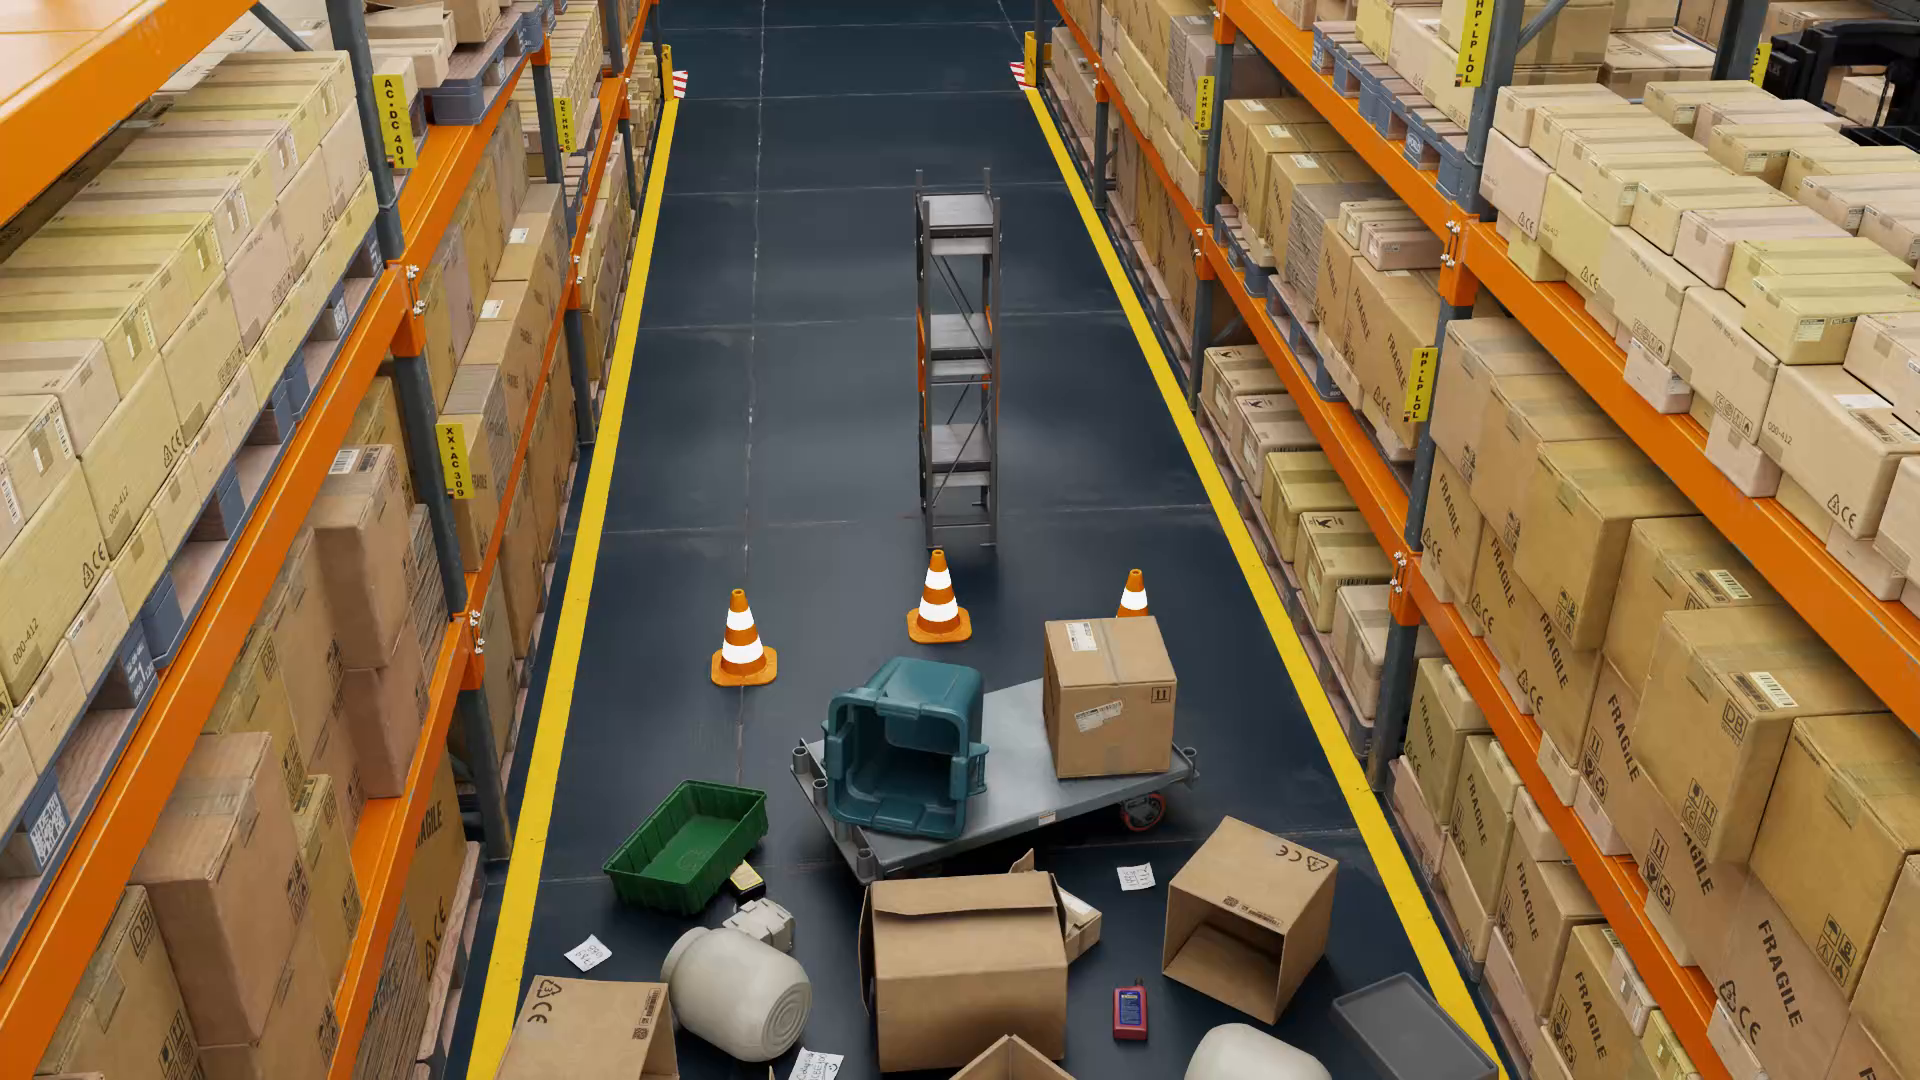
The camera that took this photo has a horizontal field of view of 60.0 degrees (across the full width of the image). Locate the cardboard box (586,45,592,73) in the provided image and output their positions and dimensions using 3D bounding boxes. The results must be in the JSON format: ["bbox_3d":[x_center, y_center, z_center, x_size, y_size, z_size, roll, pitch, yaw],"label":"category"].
[{"bbox_3d":[-2.936,-3.560,12.331,0.380,0.149,0.250,-4,31,-6],"label":"cardboard box"}]

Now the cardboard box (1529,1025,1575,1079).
[{"bbox_3d":[2.355,1.952,5.829,0.500,0.250,0.500,-4,31,-6],"label":"cardboard box"}]

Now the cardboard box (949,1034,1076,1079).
[{"bbox_3d":[0.109,2.180,5.610,0.637,0.503,0.797,27,40,37],"label":"cardboard box"}]

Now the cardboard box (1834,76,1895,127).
[{"bbox_3d":[6.567,-3.079,11.718,0.500,0.250,0.500,-4,31,-7],"label":"cardboard box"}]

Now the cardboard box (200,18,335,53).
[{"bbox_3d":[-2.833,-1.936,6.781,0.500,0.250,0.500,-3,31,-5],"label":"cardboard box"}]

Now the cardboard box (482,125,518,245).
[{"bbox_3d":[-2.792,-1.896,8.928,0.700,0.500,0.500,-3,31,-5],"label":"cardboard box"}]

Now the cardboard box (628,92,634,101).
[{"bbox_3d":[-3.209,-4.023,15.351,0.380,0.149,0.250,-4,31,-7],"label":"cardboard box"}]

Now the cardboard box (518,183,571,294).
[{"bbox_3d":[-2.563,-1.738,9.637,0.500,0.500,0.500,-3,31,-5],"label":"cardboard box"}]

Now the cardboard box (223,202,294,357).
[{"bbox_3d":[-2.106,-0.691,4.407,0.500,0.250,0.500,-3,31,-5],"label":"cardboard box"}]

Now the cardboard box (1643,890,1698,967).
[{"bbox_3d":[2.357,1.161,5.126,0.380,0.149,0.250,-3,31,-5],"label":"cardboard box"}]

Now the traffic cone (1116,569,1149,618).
[{"bbox_3d":[0.910,0.365,8.689,0.336,0.463,0.334,-3,31,-5],"label":"traffic cone"}]

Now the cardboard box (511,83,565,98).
[{"bbox_3d":[-2.793,-2.883,10.907,0.380,0.149,0.250,-4,31,-7],"label":"cardboard box"}]

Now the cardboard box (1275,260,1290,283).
[{"bbox_3d":[1.970,-1.550,9.255,0.380,0.149,0.250,-1,31,-2],"label":"cardboard box"}]

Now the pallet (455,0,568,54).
[{"bbox_3d":[-2.760,-2.792,8.759,1.213,0.211,1.003,-1,31,-2],"label":"pallet"}]

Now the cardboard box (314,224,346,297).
[{"bbox_3d":[-2.097,-0.842,5.047,0.380,0.149,0.250,-2,31,-4],"label":"cardboard box"}]

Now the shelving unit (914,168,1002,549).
[{"bbox_3d":[-0.015,-0.986,9.354,0.431,2.100,0.503,-3,31,-5],"label":"shelving unit"}]

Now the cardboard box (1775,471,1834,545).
[{"bbox_3d":[2.390,-0.120,4.346,0.380,0.149,0.250,-4,31,-6],"label":"cardboard box"}]

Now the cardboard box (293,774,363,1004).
[{"bbox_3d":[-2.296,1.080,4.870,0.875,0.550,0.500,-3,31,-5],"label":"cardboard box"}]

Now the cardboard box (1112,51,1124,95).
[{"bbox_3d":[1.501,-3.677,13.128,0.500,0.250,0.500,-3,31,-6],"label":"cardboard box"}]

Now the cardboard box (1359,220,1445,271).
[{"bbox_3d":[2.075,-1.364,7.679,0.380,0.149,0.250,-4,31,-6],"label":"cardboard box"}]

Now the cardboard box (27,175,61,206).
[{"bbox_3d":[-2.731,-1.024,4.575,0.380,0.149,0.250,-3,31,-5],"label":"cardboard box"}]

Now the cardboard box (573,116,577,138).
[{"bbox_3d":[-2.818,-2.771,11.300,0.380,0.149,0.250,-2,31,-3],"label":"cardboard box"}]

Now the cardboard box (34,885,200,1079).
[{"bbox_3d":[-2.264,1.177,3.656,0.875,0.550,0.550,-3,31,-5],"label":"cardboard box"}]

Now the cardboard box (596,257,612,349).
[{"bbox_3d":[-2.735,-1.649,11.614,0.500,0.500,0.500,-2,31,-4],"label":"cardboard box"}]

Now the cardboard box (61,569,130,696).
[{"bbox_3d":[-1.910,0.192,3.318,0.380,0.149,0.250,-3,31,-4],"label":"cardboard box"}]

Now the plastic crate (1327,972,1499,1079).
[{"bbox_3d":[1.750,1.936,6.432,0.402,0.080,0.583,-14,33,-22],"label":"plastic crate"}]

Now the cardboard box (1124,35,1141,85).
[{"bbox_3d":[1.530,-3.631,12.563,0.500,0.250,0.500,-2,31,-4],"label":"cardboard box"}]

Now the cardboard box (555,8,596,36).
[{"bbox_3d":[-2.989,-3.949,12.692,0.380,0.149,0.250,-4,31,-6],"label":"cardboard box"}]

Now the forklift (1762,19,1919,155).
[{"bbox_3d":[4.645,-1.061,8.668,1.130,2.935,3.031,-3,31,-4],"label":"forklift"}]

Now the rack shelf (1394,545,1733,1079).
[{"bbox_3d":[2.607,1.171,5.566,1.077,0.370,4.000,-3,31,-5],"label":"rack shelf"}]

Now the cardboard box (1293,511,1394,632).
[{"bbox_3d":[2.298,0.155,8.719,0.950,0.372,0.625,-1,31,-1],"label":"cardboard box"}]

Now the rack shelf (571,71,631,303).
[{"bbox_3d":[-3.059,-2.624,11.920,1.077,0.370,4.000,-3,31,-5],"label":"rack shelf"}]

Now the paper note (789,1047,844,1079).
[{"bbox_3d":[-0.550,2.014,6.357,0.172,0.023,0.155,8,32,13],"label":"paper note"}]

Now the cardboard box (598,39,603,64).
[{"bbox_3d":[-3.012,-3.833,13.079,0.380,0.149,0.250,-3,31,-6],"label":"cardboard box"}]

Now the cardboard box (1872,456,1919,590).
[{"bbox_3d":[2.445,0.027,3.712,0.500,0.250,0.500,-3,31,-5],"label":"cardboard box"}]

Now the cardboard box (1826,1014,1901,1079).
[{"bbox_3d":[2.469,1.449,4.012,0.500,0.500,0.500,-3,31,-5],"label":"cardboard box"}]

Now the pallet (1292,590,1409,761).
[{"bbox_3d":[2.346,0.641,8.471,1.003,0.211,1.213,-3,31,-5],"label":"pallet"}]

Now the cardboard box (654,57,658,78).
[{"bbox_3d":[-3.287,-4.825,16.983,0.380,0.149,0.250,-4,31,-6],"label":"cardboard box"}]

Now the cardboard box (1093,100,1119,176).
[{"bbox_3d":[1.721,-3.649,15.023,0.875,0.438,0.875,-3,31,-5],"label":"cardboard box"}]

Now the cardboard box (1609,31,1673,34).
[{"bbox_3d":[2.716,-2.139,7.217,0.500,0.250,0.500,-3,31,-5],"label":"cardboard box"}]

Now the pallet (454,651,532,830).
[{"bbox_3d":[-2.646,0.937,7.976,1.003,0.211,1.213,-3,31,-5],"label":"pallet"}]

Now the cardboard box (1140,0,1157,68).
[{"bbox_3d":[1.602,-3.698,11.945,0.500,0.500,0.500,-3,31,-5],"label":"cardboard box"}]

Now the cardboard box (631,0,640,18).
[{"bbox_3d":[-3.106,-4.901,14.643,0.500,0.500,0.500,-3,31,-6],"label":"cardboard box"}]

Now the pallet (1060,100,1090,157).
[{"bbox_3d":[1.562,-4.062,16.345,1.003,0.211,1.213,-3,31,-5],"label":"pallet"}]

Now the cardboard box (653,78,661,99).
[{"bbox_3d":[-3.238,-4.568,16.843,0.380,0.149,0.250,-2,31,-3],"label":"cardboard box"}]

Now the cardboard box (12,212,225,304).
[{"bbox_3d":[-2.005,-0.668,3.980,0.380,0.149,0.250,-2,31,-4],"label":"cardboard box"}]

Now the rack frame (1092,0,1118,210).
[{"bbox_3d":[1.673,-4.243,13.929,1.000,3.000,0.127,-3,31,-5],"label":"rack frame"}]

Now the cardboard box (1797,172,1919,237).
[{"bbox_3d":[2.780,-0.998,5.039,0.380,0.149,0.250,-3,31,-6],"label":"cardboard box"}]

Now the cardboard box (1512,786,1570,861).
[{"bbox_3d":[2.236,1.022,6.023,0.380,0.149,0.250,-1,31,-2],"label":"cardboard box"}]

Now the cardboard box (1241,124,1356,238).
[{"bbox_3d":[1.914,-2.045,9.452,0.500,0.500,0.500,-1,31,-2],"label":"cardboard box"}]

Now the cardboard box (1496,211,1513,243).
[{"bbox_3d":[2.203,-1.166,6.097,0.380,0.149,0.250,-3,31,-5],"label":"cardboard box"}]

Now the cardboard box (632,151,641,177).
[{"bbox_3d":[-2.962,-3.239,14.328,0.380,0.149,0.250,-1,31,-2],"label":"cardboard box"}]

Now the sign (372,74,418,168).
[{"bbox_3d":[-1.946,-1.441,5.731,0.100,0.325,0.005,-3,31,-5],"label":"sign"}]

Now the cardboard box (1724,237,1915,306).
[{"bbox_3d":[2.352,-0.715,4.564,0.380,0.149,0.250,-2,31,-4],"label":"cardboard box"}]
